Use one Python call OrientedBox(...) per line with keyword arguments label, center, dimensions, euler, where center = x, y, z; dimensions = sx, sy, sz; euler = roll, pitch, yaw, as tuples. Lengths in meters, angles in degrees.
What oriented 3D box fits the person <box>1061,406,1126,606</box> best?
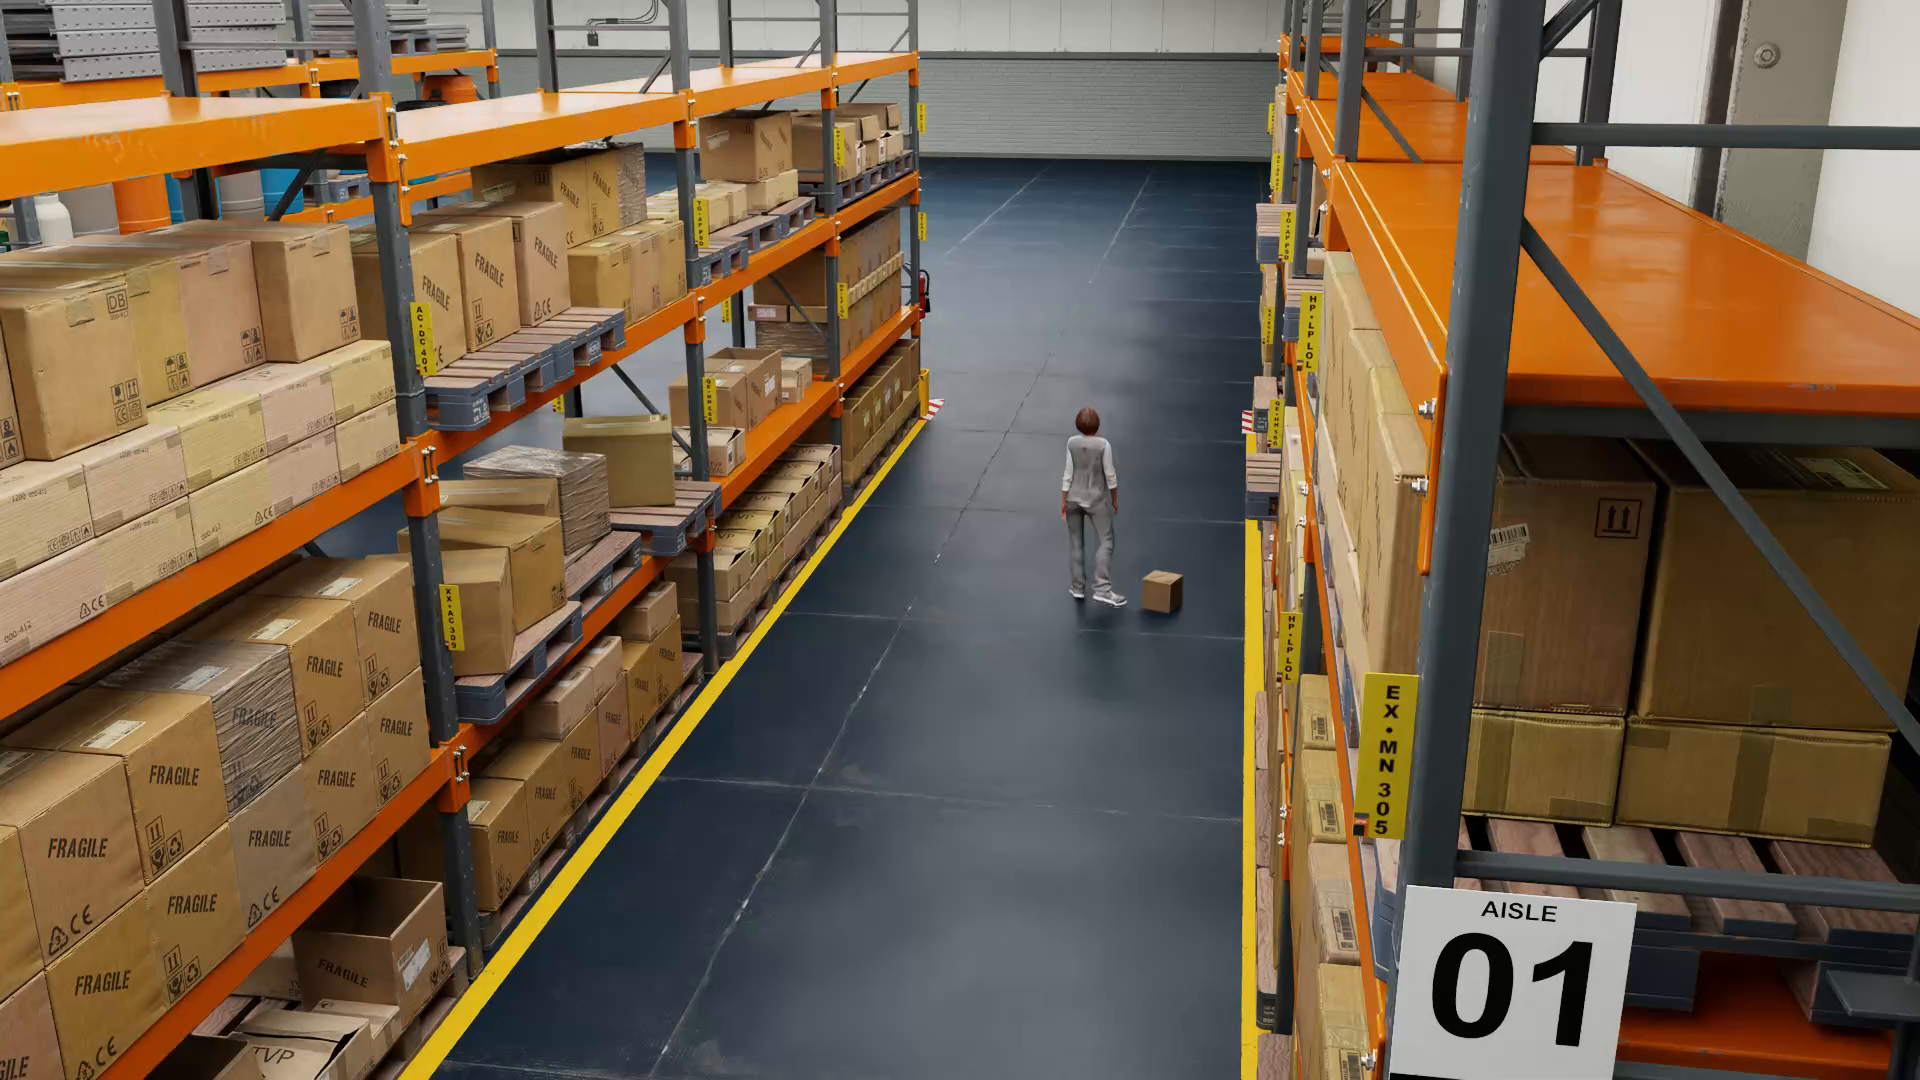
OrientedBox(label="person", center=(1.105, -0.265, 13.379), dimensions=(0.598, 1.592, 0.458), euler=(7, 19, 21))
